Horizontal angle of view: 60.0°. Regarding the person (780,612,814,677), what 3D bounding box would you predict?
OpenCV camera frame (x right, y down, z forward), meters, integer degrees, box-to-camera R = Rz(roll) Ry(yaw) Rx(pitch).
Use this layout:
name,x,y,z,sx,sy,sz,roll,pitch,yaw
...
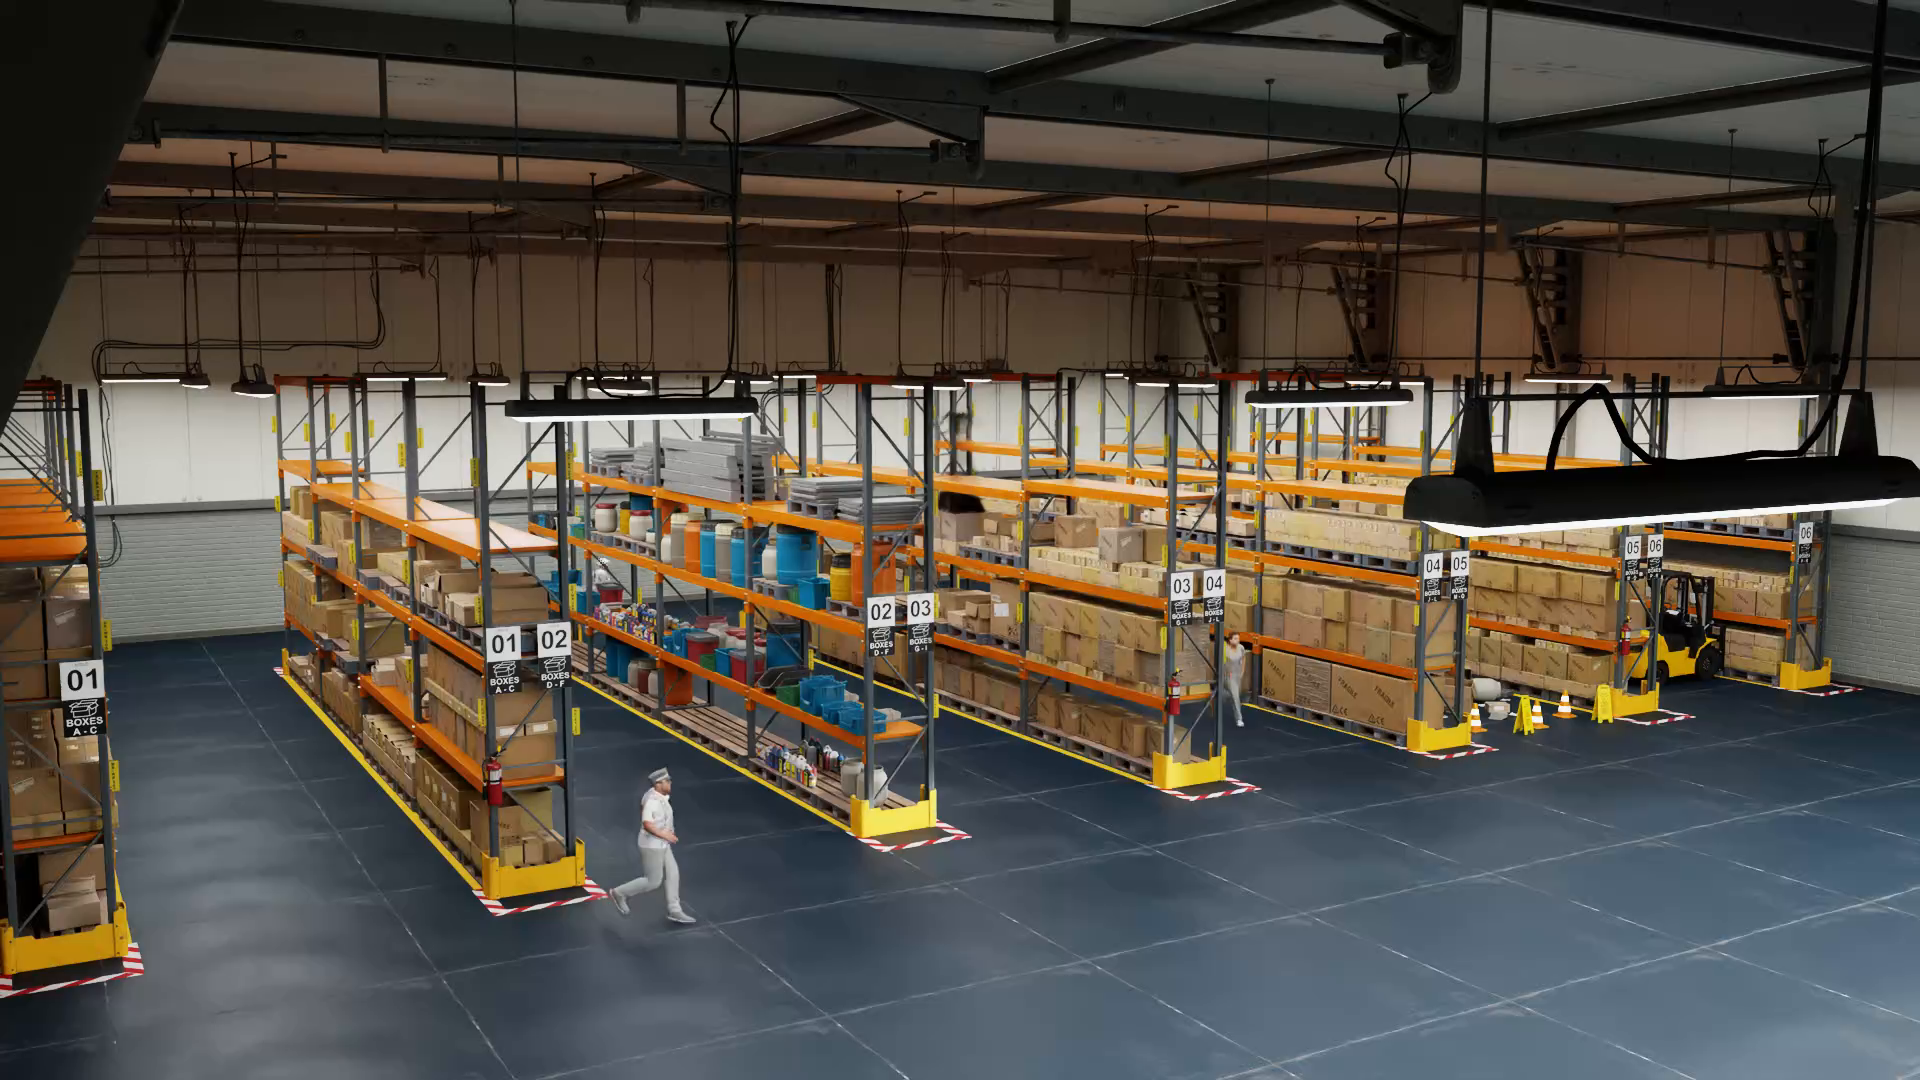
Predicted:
name,x,y,z,sx,sy,sz,roll,pitch,yaw
person,-3.189,1.815,33.141,0.716,1.784,0.962,-4,7,-31

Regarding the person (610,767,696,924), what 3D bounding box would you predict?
name,x,y,z,sx,sy,sz,roll,pitch,yaw
person,-3.455,3.432,18.658,0.950,1.773,0.686,0,6,-3

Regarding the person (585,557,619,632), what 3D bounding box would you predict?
name,x,y,z,sx,sy,sz,roll,pitch,yaw
person,-8.222,1.259,38.304,0.845,1.746,0.668,-1,6,-10

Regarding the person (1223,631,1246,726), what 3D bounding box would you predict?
name,x,y,z,sx,sy,sz,roll,pitch,yaw
person,4.690,2.382,28.955,0.574,1.650,0.827,-3,7,-26
